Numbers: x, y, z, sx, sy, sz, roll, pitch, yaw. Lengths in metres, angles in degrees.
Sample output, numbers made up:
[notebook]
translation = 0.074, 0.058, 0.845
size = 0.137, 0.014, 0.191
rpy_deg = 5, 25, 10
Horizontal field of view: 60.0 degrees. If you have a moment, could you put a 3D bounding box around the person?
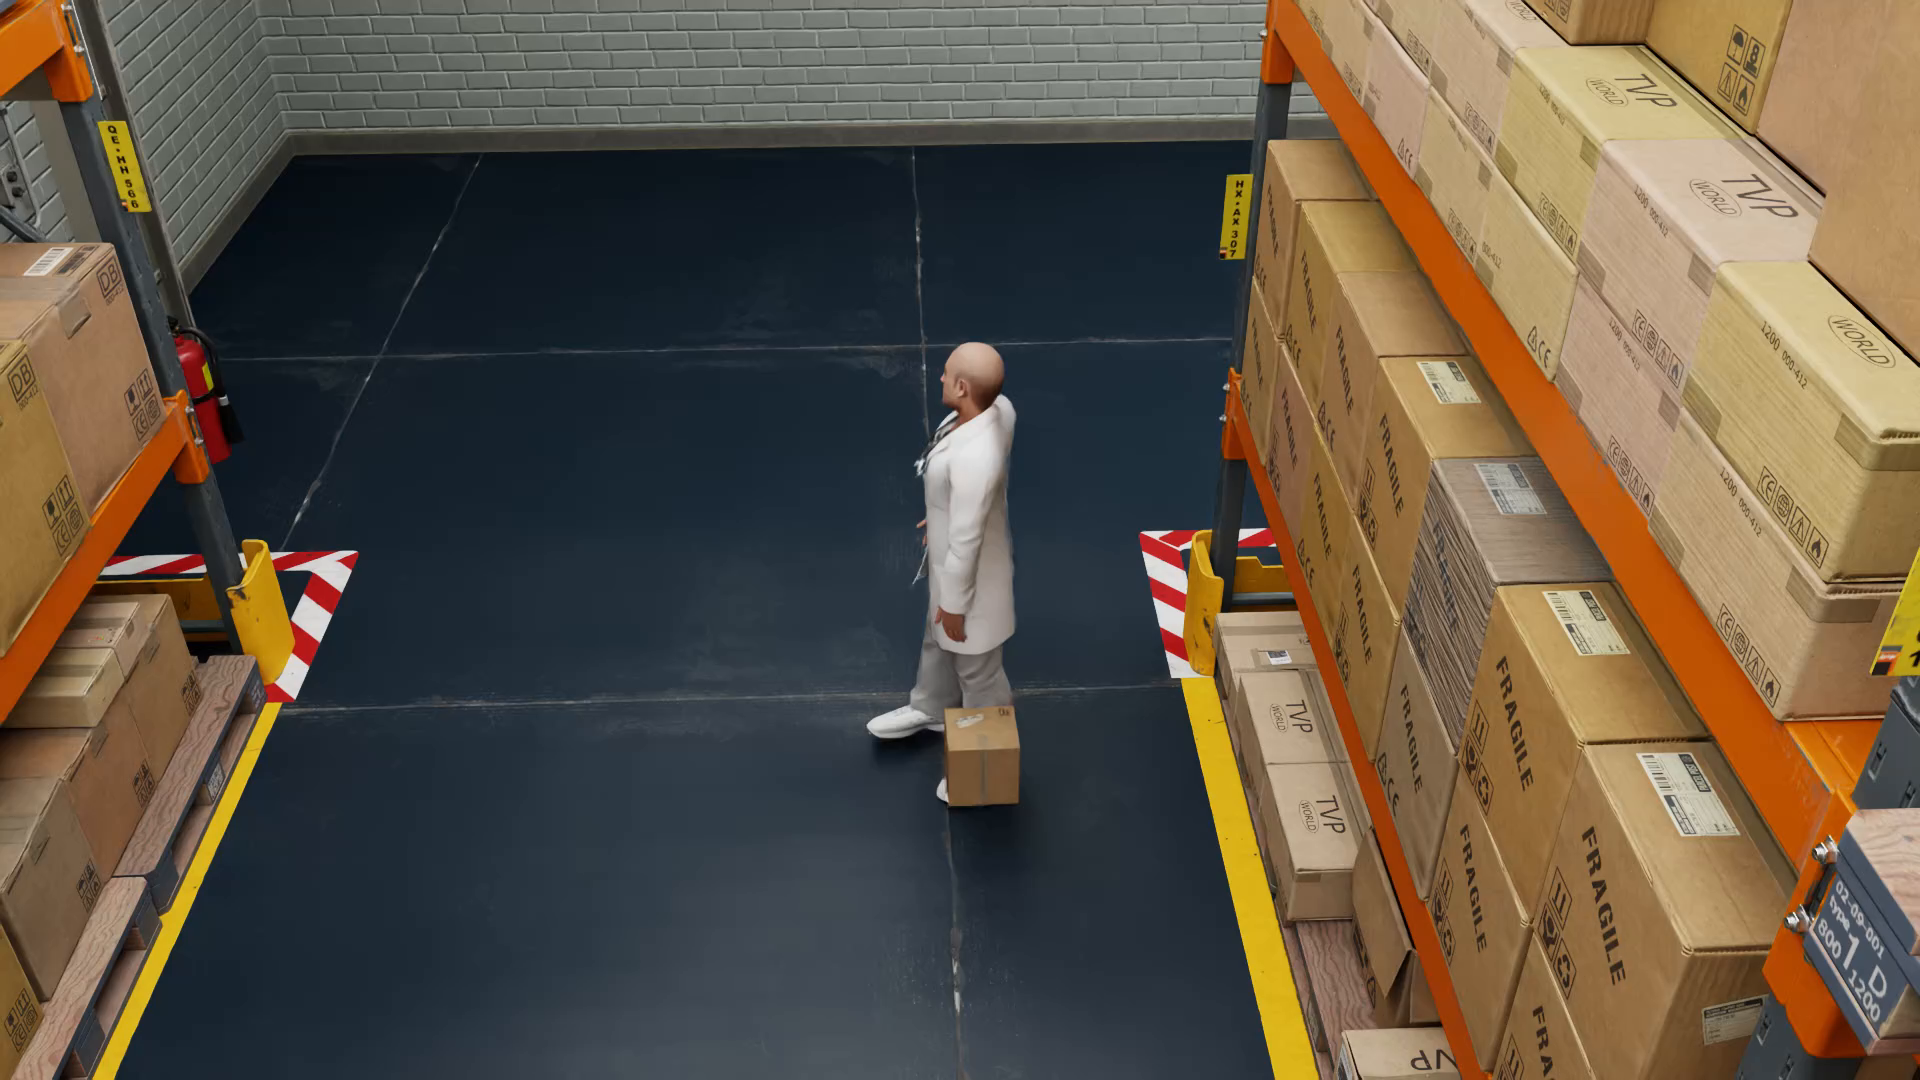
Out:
[person]
translation = -0.067, 0.118, 5.976
size = 0.597, 1.747, 0.623
rpy_deg = 1, 35, 1
